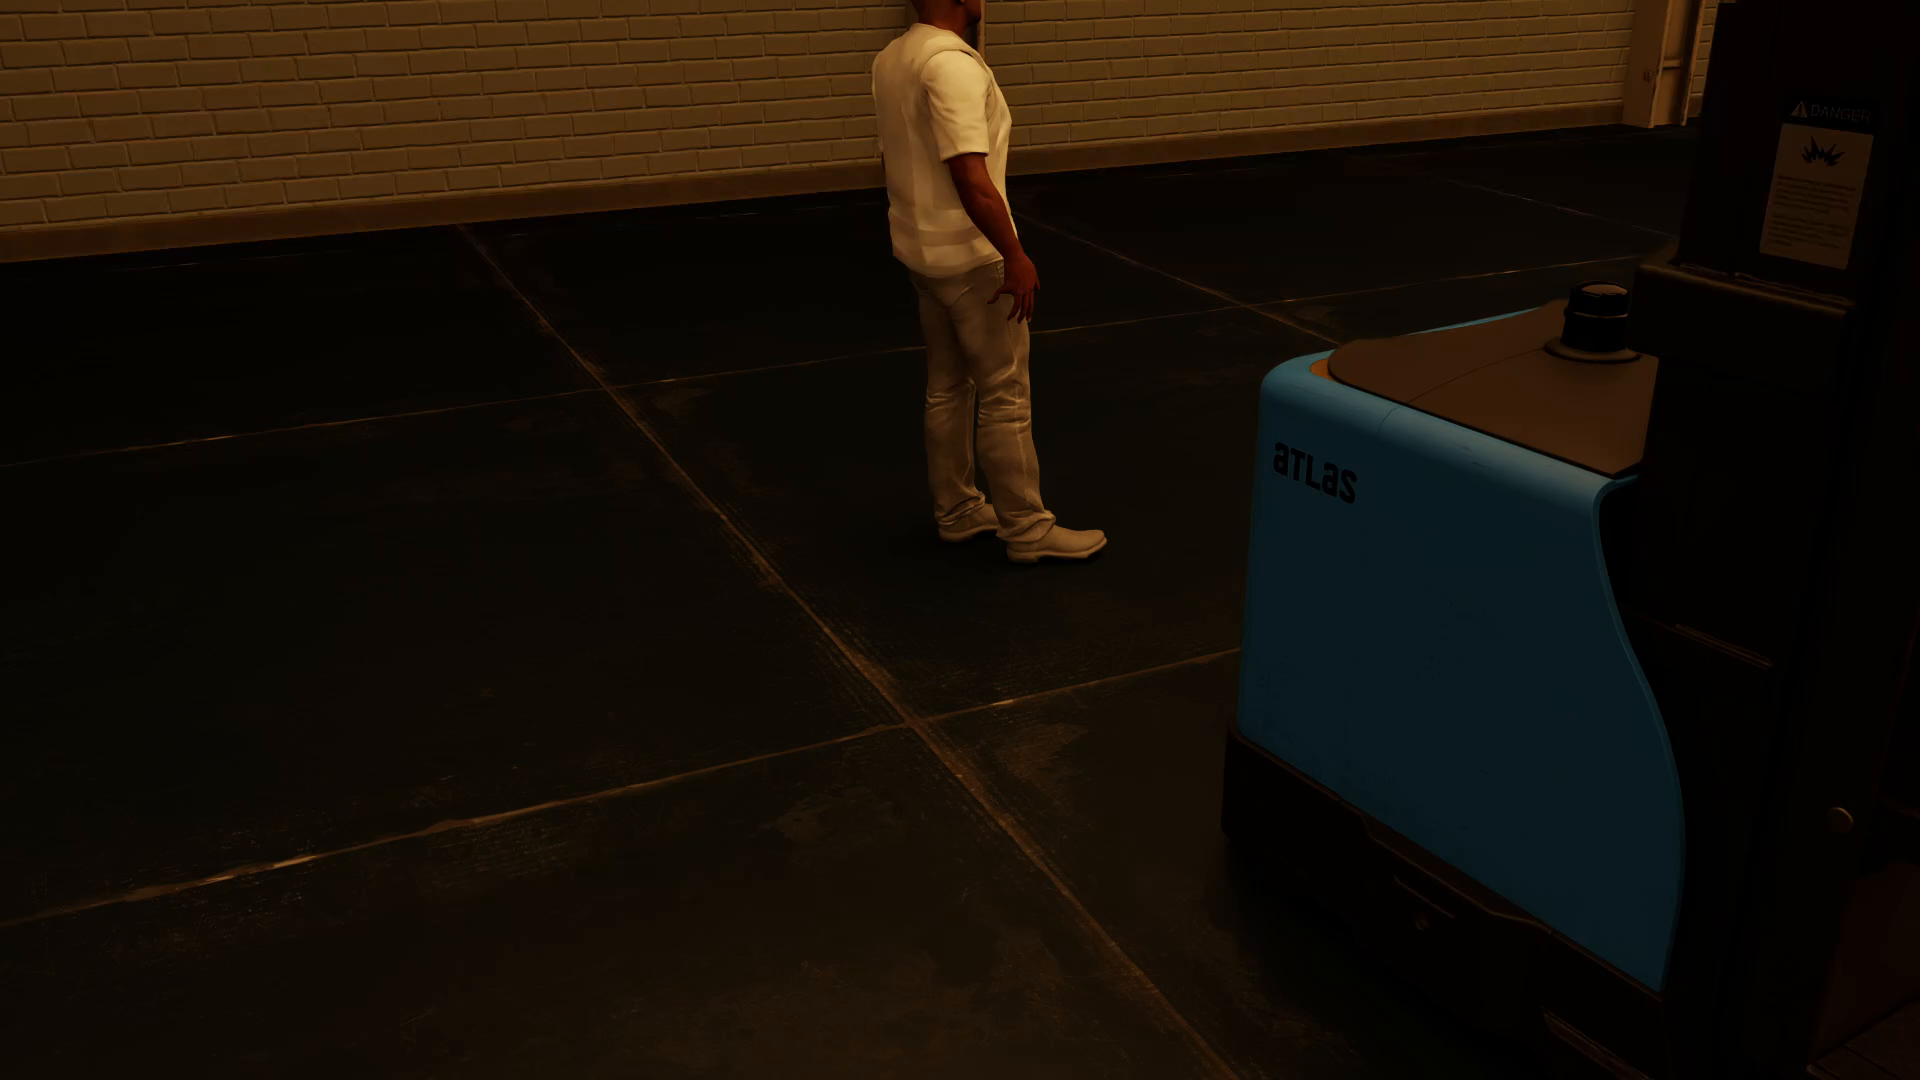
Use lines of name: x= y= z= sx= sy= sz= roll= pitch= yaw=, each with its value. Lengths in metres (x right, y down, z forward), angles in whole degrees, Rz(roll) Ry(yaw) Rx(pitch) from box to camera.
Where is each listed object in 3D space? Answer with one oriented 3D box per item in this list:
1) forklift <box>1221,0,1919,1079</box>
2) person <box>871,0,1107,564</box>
forklift: x=1.764 y=-0.318 z=2.052 sx=1.130 sy=2.935 sz=3.031 roll=-14 pitch=26 yaw=-30
person: x=0.065 y=-0.831 z=4.787 sx=0.577 sy=1.765 sz=0.665 roll=-10 pitch=25 yaw=-23
